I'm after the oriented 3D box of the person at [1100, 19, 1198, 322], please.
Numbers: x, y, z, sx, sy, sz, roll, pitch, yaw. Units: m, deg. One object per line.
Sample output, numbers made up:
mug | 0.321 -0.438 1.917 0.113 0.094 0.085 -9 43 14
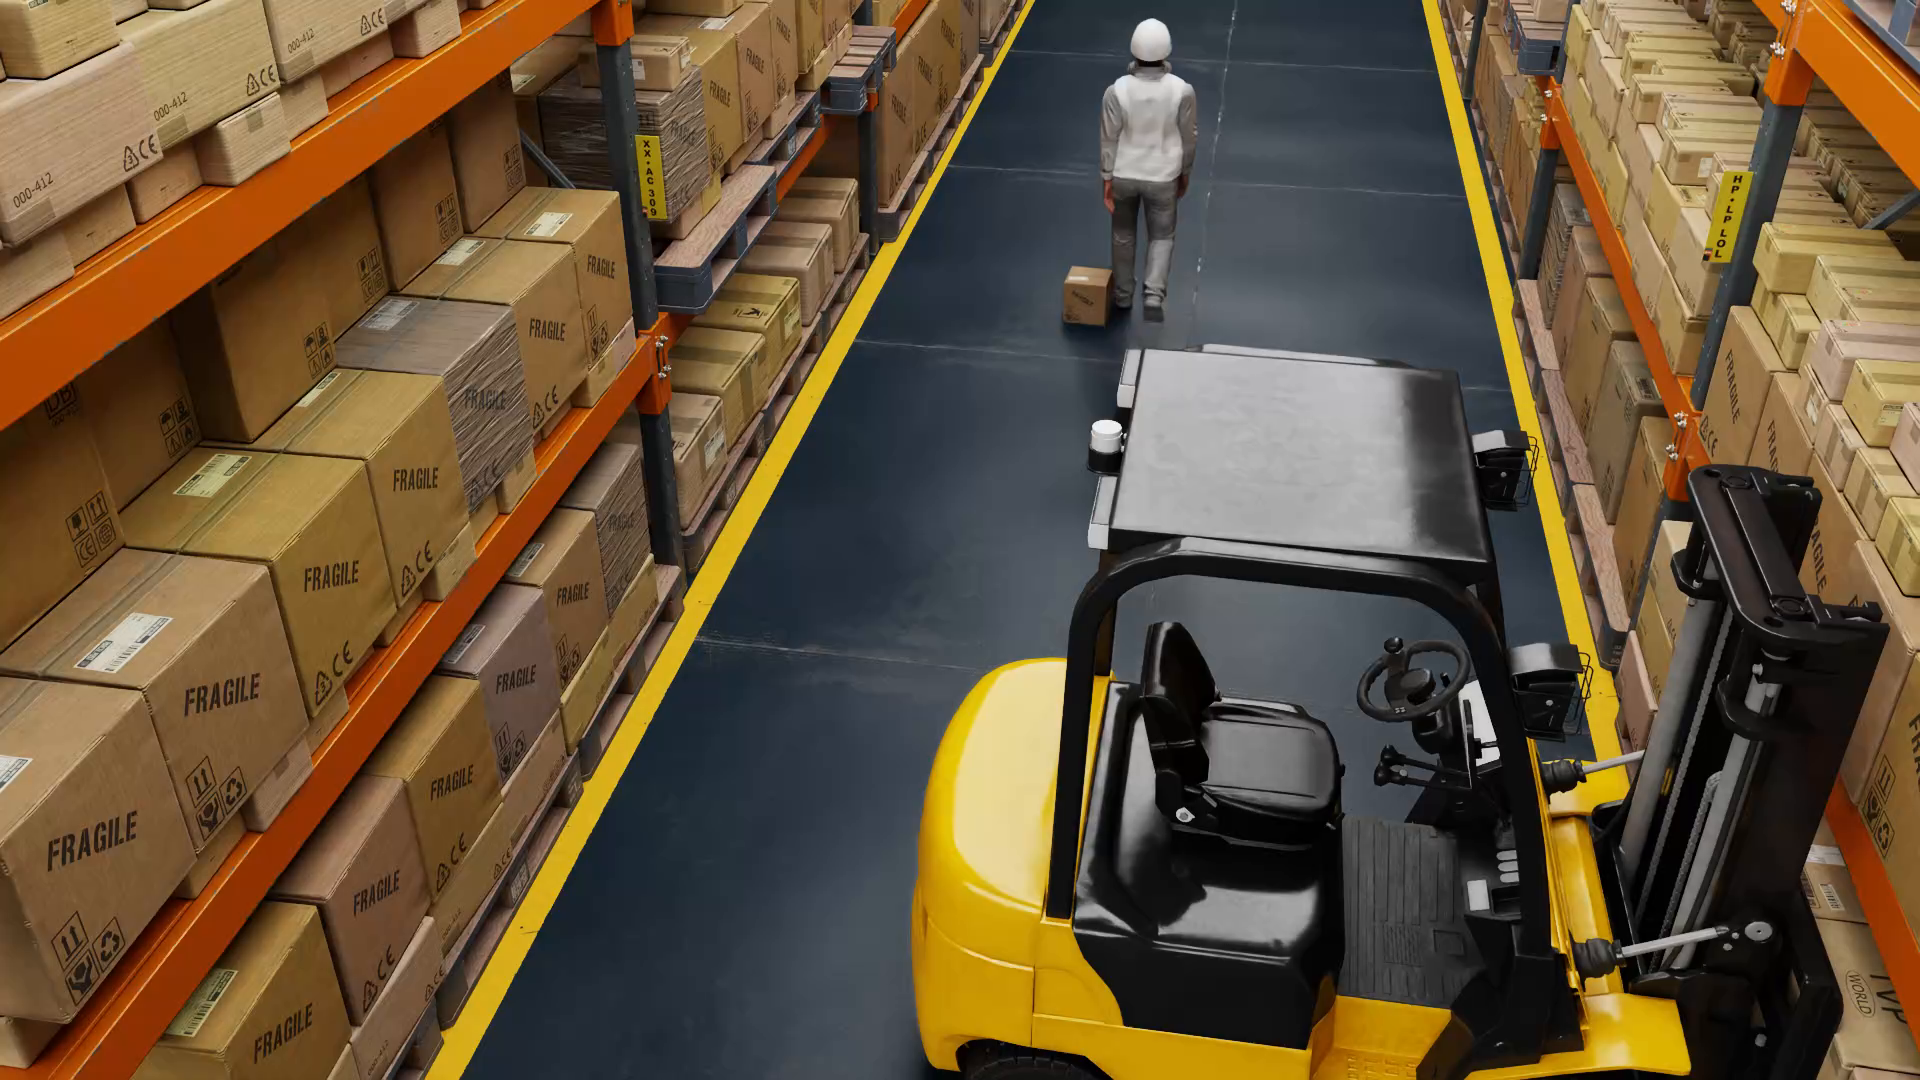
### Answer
person | 1.050 -2.054 9.370 0.540 1.745 0.830 3 32 5
